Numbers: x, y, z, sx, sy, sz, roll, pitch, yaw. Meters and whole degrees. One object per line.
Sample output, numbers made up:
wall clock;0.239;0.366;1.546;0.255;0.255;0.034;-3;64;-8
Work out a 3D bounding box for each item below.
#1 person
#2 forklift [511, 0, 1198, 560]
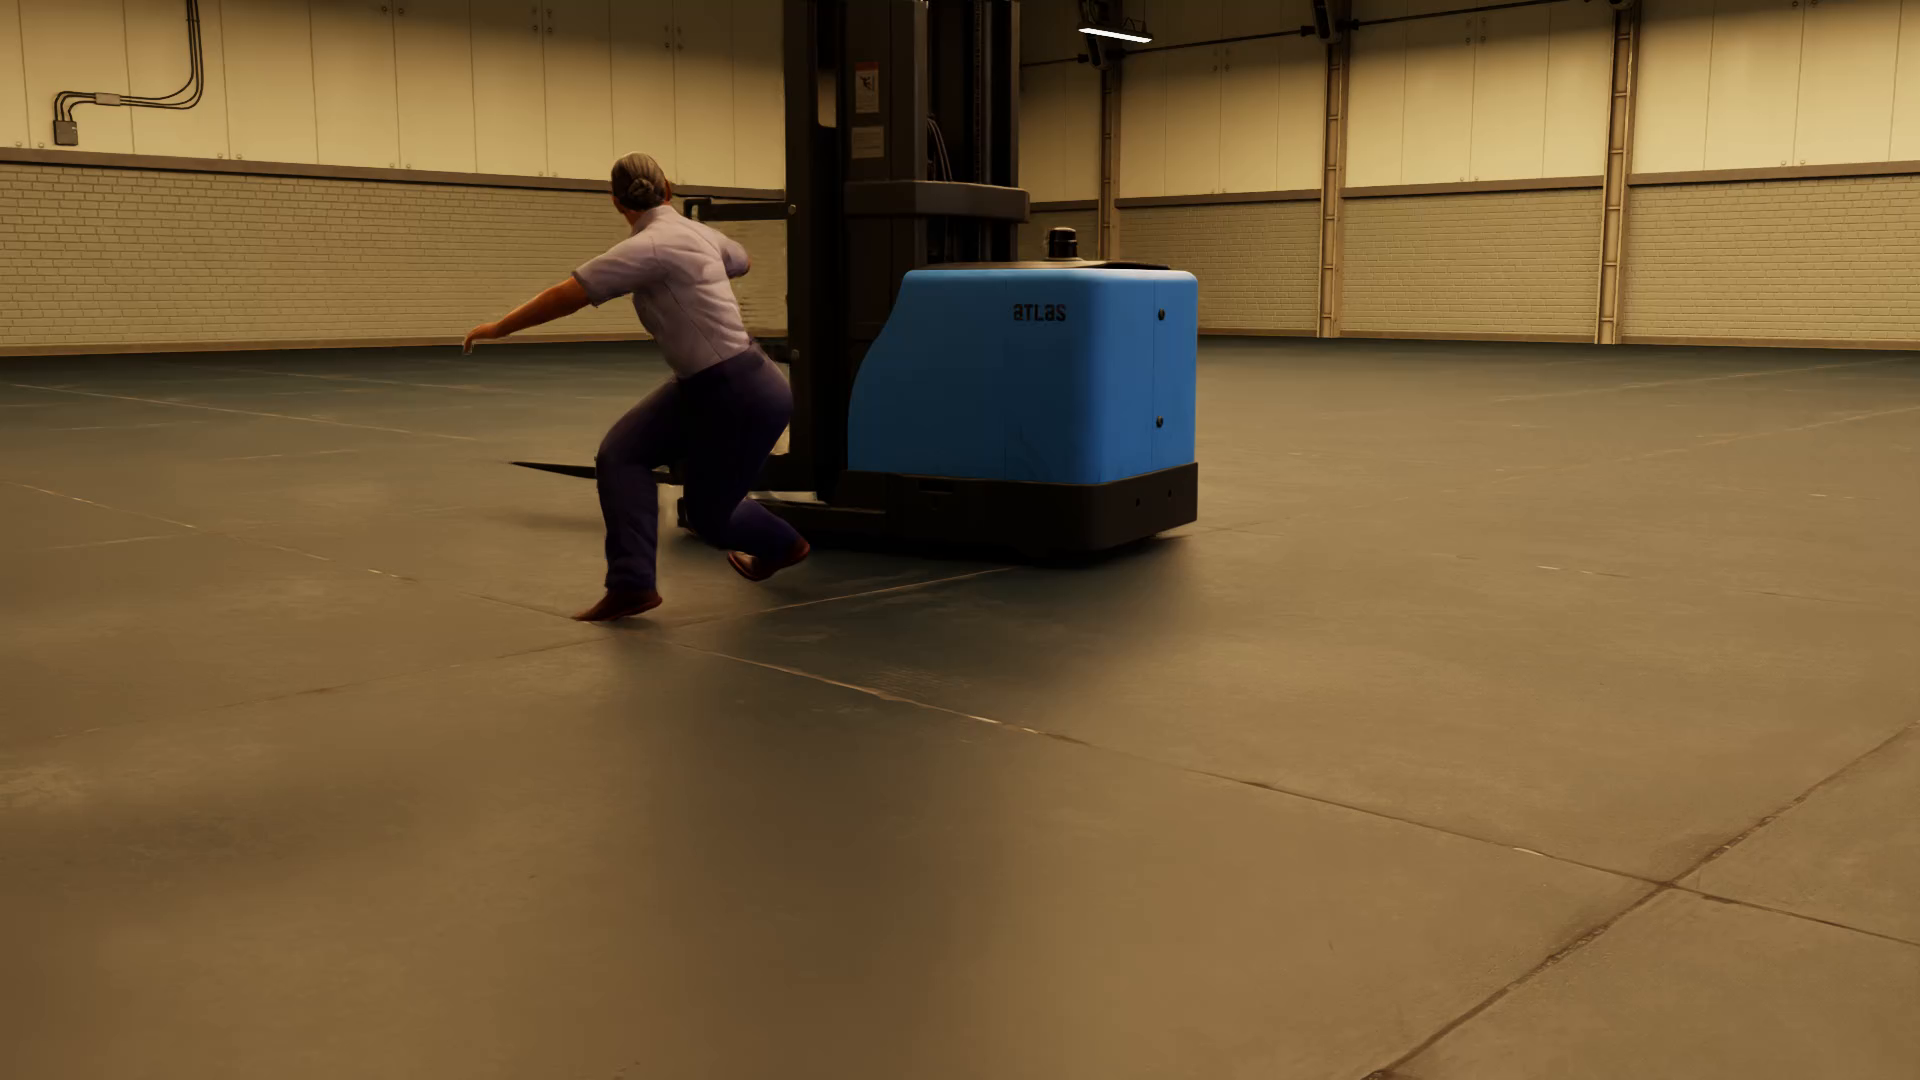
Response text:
person;-0.997;-0.468;5.225;1.062;1.440;0.836;-2;9;-14
forklift;-0.570;-1.512;6.915;3.031;2.935;1.130;5;10;30
